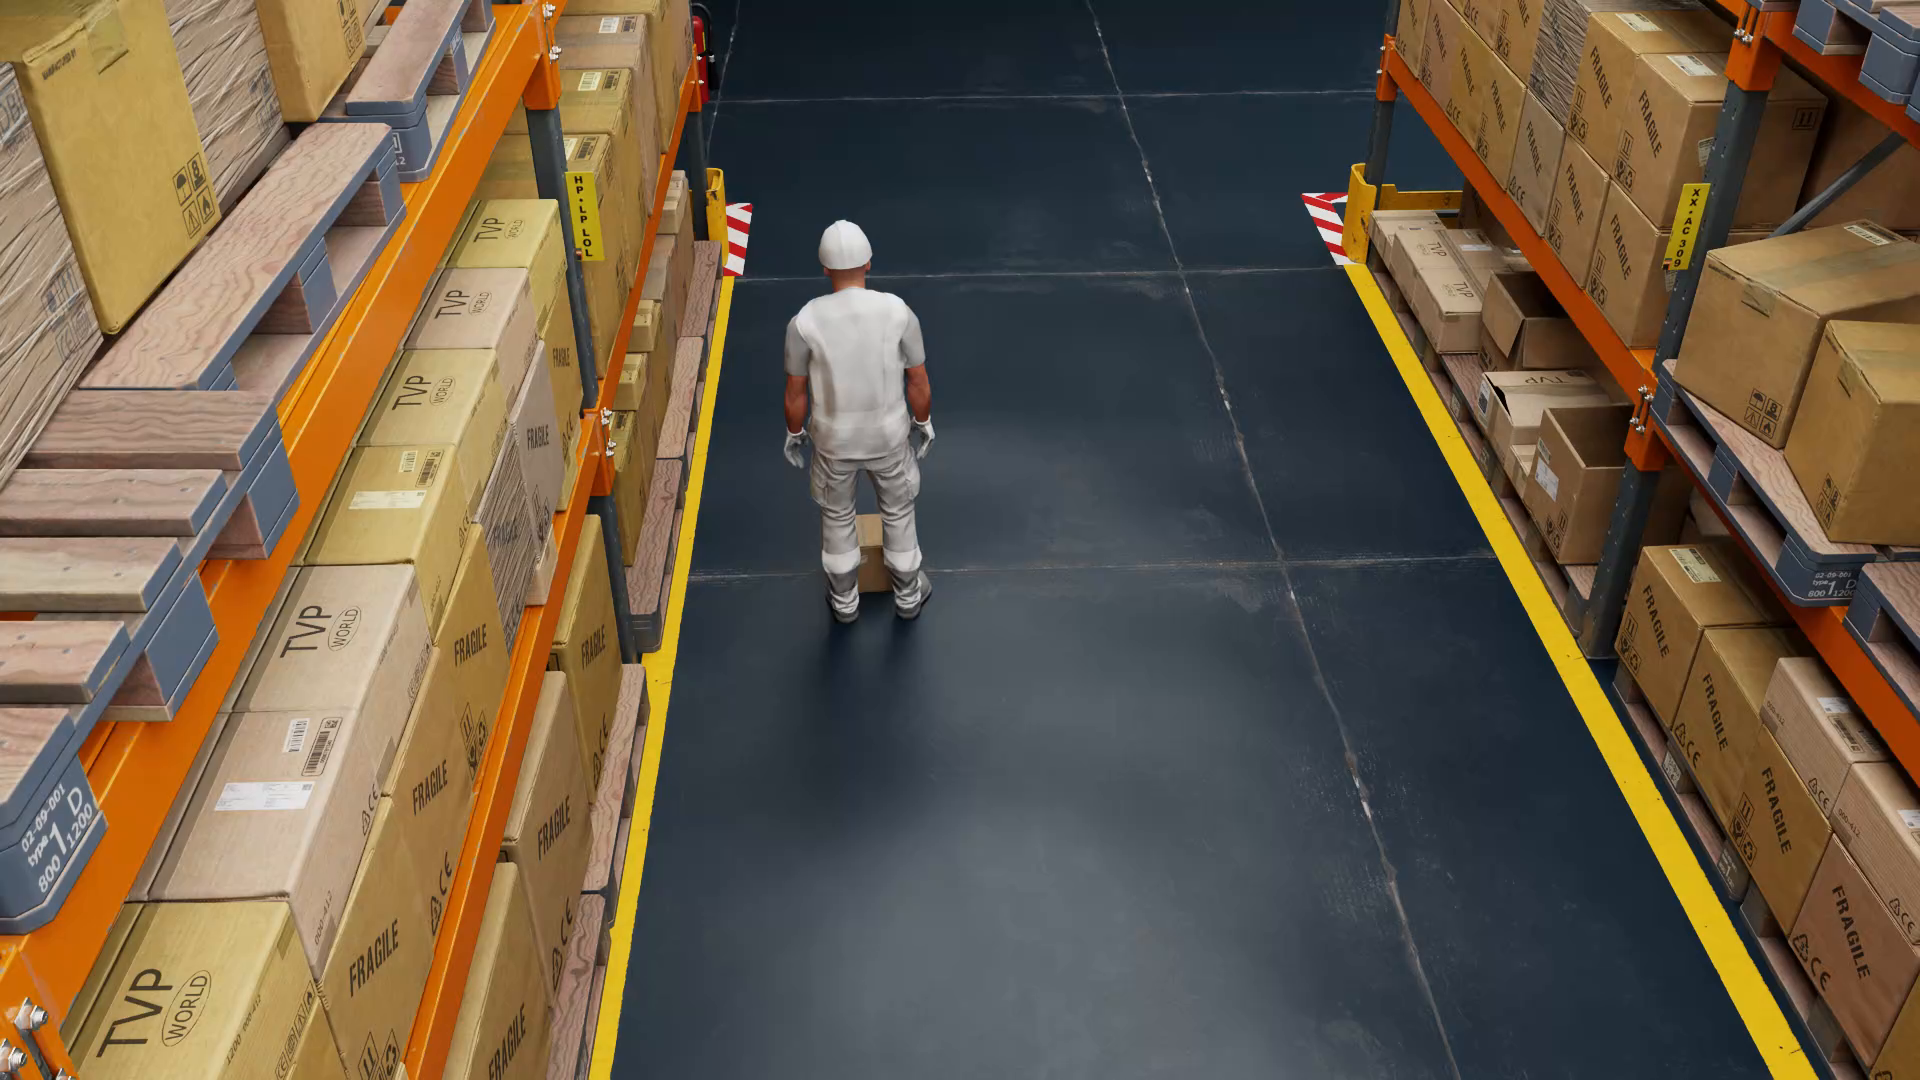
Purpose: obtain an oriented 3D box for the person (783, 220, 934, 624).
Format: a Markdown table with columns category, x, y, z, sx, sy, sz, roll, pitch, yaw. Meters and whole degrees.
| category | x | y | z | sx | sy | sz | roll | pitch | yaw |
| --- | --- | --- | --- | --- | --- | --- | --- | --- | --- |
| person | -0.410 | -0.438 | 6.760 | 0.618 | 1.779 | 0.452 | -4 | 35 | -5 |
